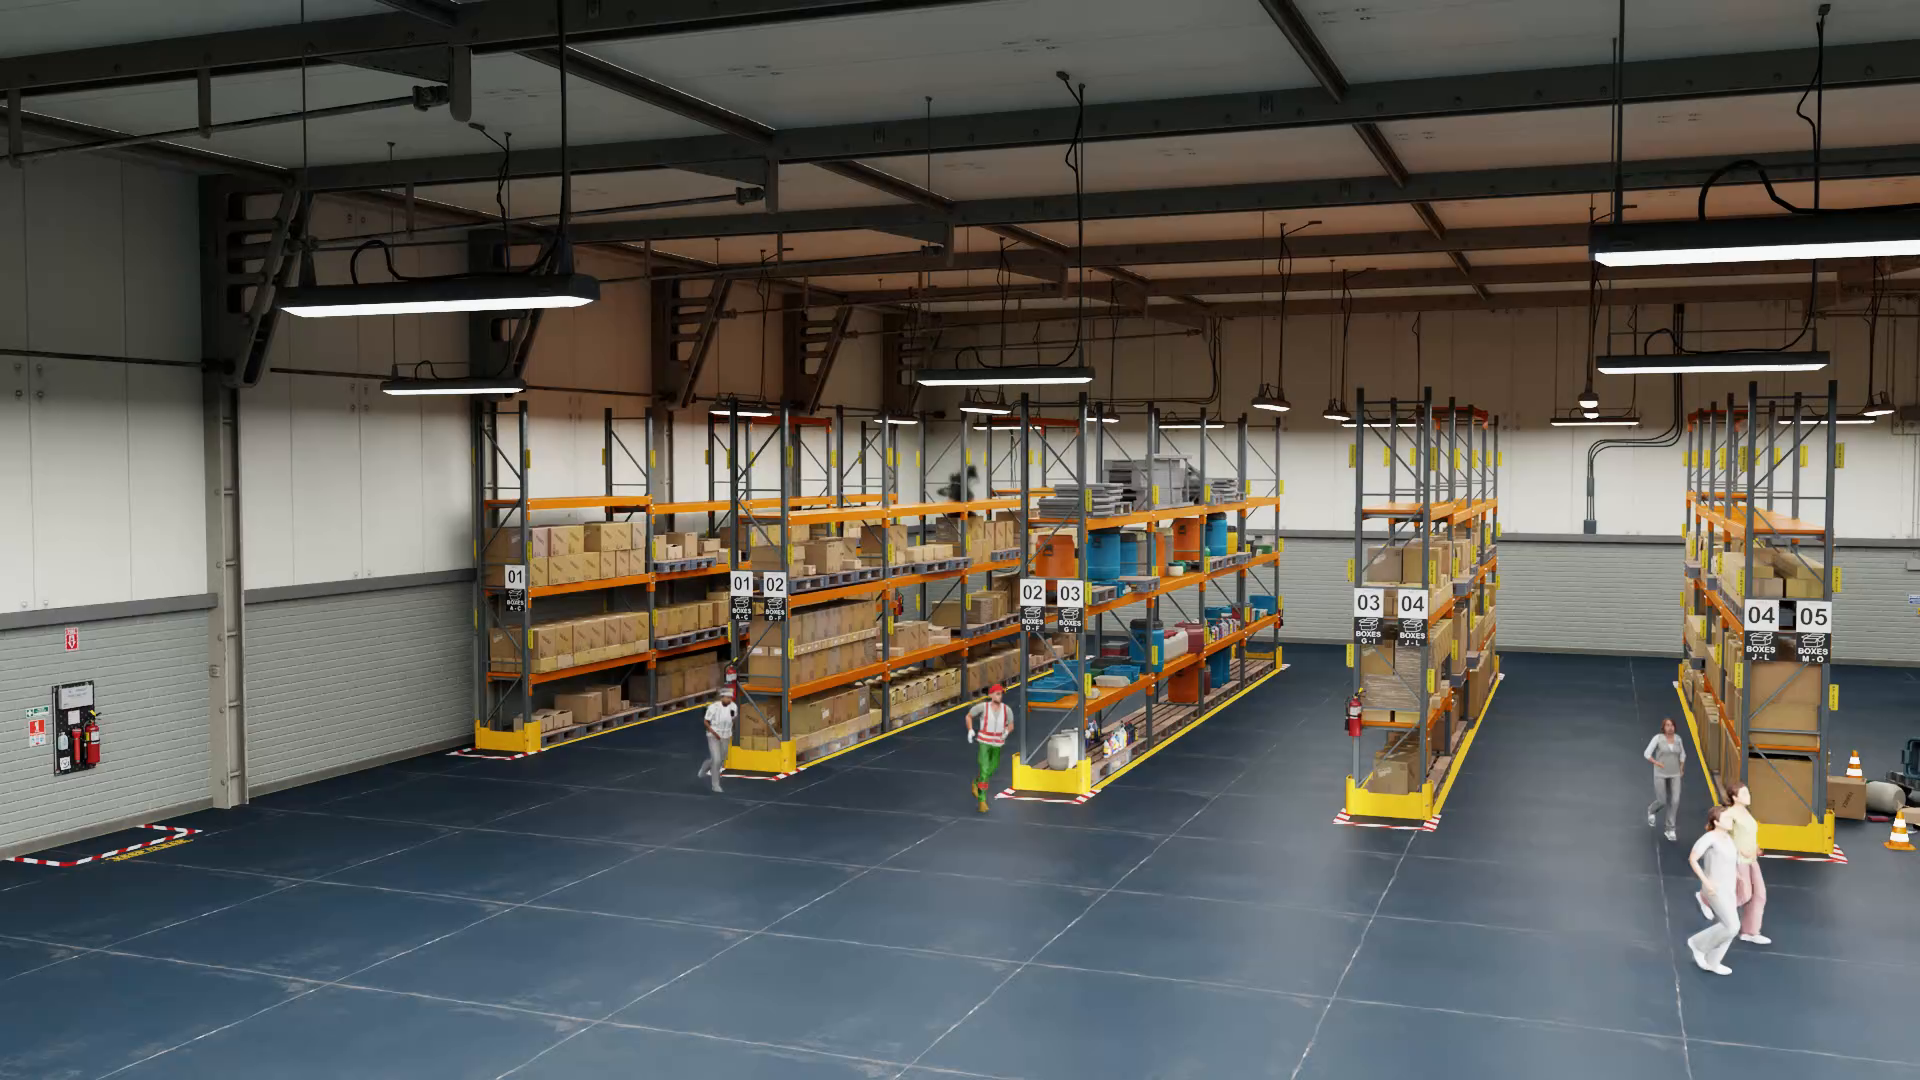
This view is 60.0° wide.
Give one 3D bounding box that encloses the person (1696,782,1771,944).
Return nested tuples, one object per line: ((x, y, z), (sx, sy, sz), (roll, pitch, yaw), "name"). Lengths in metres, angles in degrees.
((8.110, 3.339, 17.350), (0.579, 1.637, 0.776), (-2, 3, -37), "person")

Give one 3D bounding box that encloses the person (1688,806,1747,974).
((7.369, 3.398, 16.161), (0.569, 1.633, 0.512), (-2, 3, -36), "person")

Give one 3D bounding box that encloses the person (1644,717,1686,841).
((9.371, 3.150, 22.096), (0.548, 1.603, 0.669), (0, 3, 5), "person")

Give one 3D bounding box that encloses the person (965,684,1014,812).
((0.440, 2.955, 24.031), (0.709, 1.763, 0.932), (-1, 3, -17), "person")

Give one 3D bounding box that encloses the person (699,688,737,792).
((-3.659, 3.003, 25.243), (0.568, 1.598, 0.785), (-2, 3, -33), "person")
